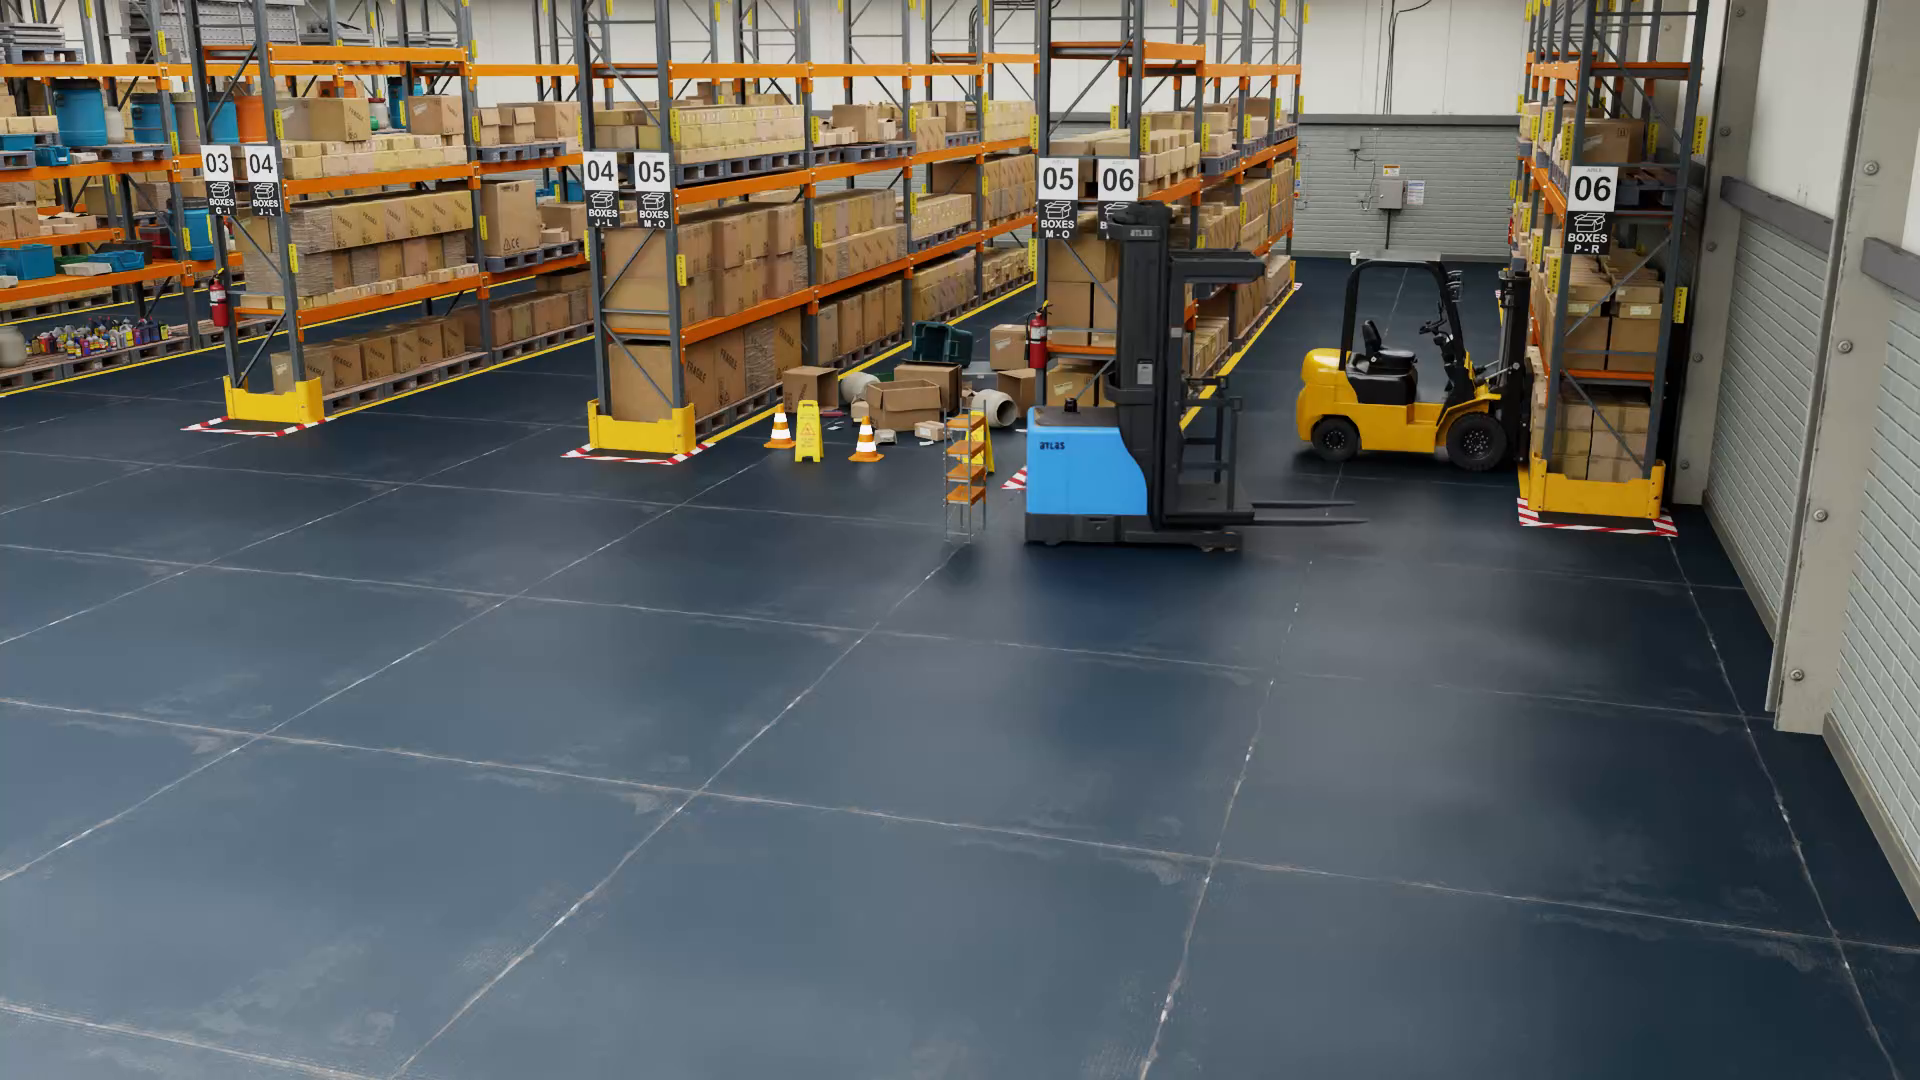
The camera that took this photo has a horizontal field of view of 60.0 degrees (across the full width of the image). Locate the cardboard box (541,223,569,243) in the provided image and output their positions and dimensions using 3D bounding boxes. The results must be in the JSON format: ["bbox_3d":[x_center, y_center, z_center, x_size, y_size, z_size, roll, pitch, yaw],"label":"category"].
[{"bbox_3d":[-6.176,-4.658,25.230,0.396,0.266,0.258,4,16,14],"label":"cardboard box"}]

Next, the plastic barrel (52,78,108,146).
[{"bbox_3d":[-12.232,-5.949,23.122,0.600,0.901,0.708,5,16,16],"label":"plastic barrel"}]

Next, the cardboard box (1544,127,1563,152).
[{"bbox_3d":[7.354,-4.838,20.103,0.500,0.311,0.500,4,16,14],"label":"cardboard box"}]

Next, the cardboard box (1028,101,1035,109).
[{"bbox_3d":[1.226,-8.353,31.912,0.380,0.149,0.250,4,16,15],"label":"cardboard box"}]

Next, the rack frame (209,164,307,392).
[{"bbox_3d":[-8.235,-2.885,19.502,1.000,3.000,0.127,5,16,16],"label":"rack frame"}]

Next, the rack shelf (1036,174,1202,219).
[{"bbox_3d":[1.835,-3.736,18.326,1.077,0.370,4.000,5,16,16],"label":"rack shelf"}]

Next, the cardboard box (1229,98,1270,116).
[{"bbox_3d":[5.029,-7.354,28.620,0.797,0.503,0.637,6,17,20],"label":"cardboard box"}]

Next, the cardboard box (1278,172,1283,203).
[{"bbox_3d":[5.350,-6.155,29.018,0.500,0.500,0.500,5,17,17],"label":"cardboard box"}]

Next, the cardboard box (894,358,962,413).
[{"bbox_3d":[-0.404,-1.882,20.292,0.797,0.637,0.503,5,16,16],"label":"cardboard box"}]

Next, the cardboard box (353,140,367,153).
[{"bbox_3d":[-7.533,-4.839,20.440,0.380,0.149,0.250,4,16,13],"label":"cardboard box"}]

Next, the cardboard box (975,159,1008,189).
[{"bbox_3d":[0.570,-6.651,30.219,0.500,0.500,0.500,5,17,17],"label":"cardboard box"}]

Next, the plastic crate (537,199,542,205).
[{"bbox_3d":[-8.713,-6.901,34.035,0.298,0.136,0.250,5,16,16],"label":"plastic crate"}]

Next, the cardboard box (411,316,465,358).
[{"bbox_3d":[-7.250,-2.829,23.117,0.500,0.500,0.500,4,16,14],"label":"cardboard box"}]

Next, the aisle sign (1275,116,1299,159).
[{"bbox_3d":[6.131,-7.547,31.178,0.394,0.787,0.004,5,16,16],"label":"aisle sign"}]

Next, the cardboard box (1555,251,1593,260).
[{"bbox_3d":[6.737,-3.079,18.269,0.380,0.149,0.250,4,16,15],"label":"cardboard box"}]

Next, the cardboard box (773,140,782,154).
[{"bbox_3d":[-2.384,-4.772,20.166,0.380,0.149,0.250,5,16,16],"label":"cardboard box"}]

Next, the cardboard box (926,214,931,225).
[{"bbox_3d":[-0.686,-5.109,26.490,0.380,0.149,0.250,5,17,16],"label":"cardboard box"}]

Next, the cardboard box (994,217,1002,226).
[{"bbox_3d":[0.541,-5.820,30.310,0.380,0.149,0.250,5,17,17],"label":"cardboard box"}]

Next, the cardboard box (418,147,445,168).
[{"bbox_3d":[-7.136,-5.027,21.832,0.500,0.250,0.500,5,17,17],"label":"cardboard box"}]

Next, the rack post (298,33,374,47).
[{"bbox_3d":[-10.543,-8.404,28.106,0.954,0.300,0.937,5,16,16],"label":"rack post"}]

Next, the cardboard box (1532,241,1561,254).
[{"bbox_3d":[7.383,-3.657,20.855,0.380,0.149,0.250,4,16,14],"label":"cardboard box"}]

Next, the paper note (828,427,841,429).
[{"bbox_3d":[-1.446,-1.312,19.402,0.144,0.017,0.142,11,19,35],"label":"paper note"}]

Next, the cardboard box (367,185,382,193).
[{"bbox_3d":[-13.051,-7.749,36.471,0.500,0.500,0.500,5,17,18],"label":"cardboard box"}]

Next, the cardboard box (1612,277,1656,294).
[{"bbox_3d":[6.495,-2.443,16.027,0.380,0.149,0.250,5,17,17],"label":"cardboard box"}]

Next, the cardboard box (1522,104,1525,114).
[{"bbox_3d":[10.044,-7.444,28.895,0.500,0.250,0.500,5,16,15],"label":"cardboard box"}]

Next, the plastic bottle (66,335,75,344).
[{"bbox_3d":[-12.573,-2.794,23.506,0.097,0.201,0.097,0,16,0],"label":"plastic bottle"}]

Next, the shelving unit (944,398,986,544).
[{"bbox_3d":[0.047,-0.621,14.818,0.258,1.200,0.503,5,16,16],"label":"shelving unit"}]

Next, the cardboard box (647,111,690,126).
[{"bbox_3d":[-3.108,-4.492,17.719,0.380,0.149,0.250,5,17,16],"label":"cardboard box"}]

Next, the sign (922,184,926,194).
[{"bbox_3d":[-0.620,-6.069,29.145,0.100,0.325,0.005,5,16,16],"label":"sign"}]

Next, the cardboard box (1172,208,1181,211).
[{"bbox_3d":[3.049,-4.366,23.226,0.500,0.500,0.500,6,17,19],"label":"cardboard box"}]

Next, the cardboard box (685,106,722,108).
[{"bbox_3d":[-3.088,-5.140,20.004,0.380,0.149,0.250,5,17,16],"label":"cardboard box"}]

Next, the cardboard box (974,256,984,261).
[{"bbox_3d":[0.230,-5.246,31.194,0.380,0.149,0.250,5,16,16],"label":"cardboard box"}]

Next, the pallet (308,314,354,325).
[{"bbox_3d":[-10.967,-3.820,27.912,1.003,0.211,1.213,5,16,16],"label":"pallet"}]

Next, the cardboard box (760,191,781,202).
[{"bbox_3d":[-3.860,-6.728,32.783,0.500,0.250,0.500,4,16,14],"label":"cardboard box"}]

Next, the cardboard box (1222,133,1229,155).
[{"bbox_3d":[3.097,-4.990,20.933,0.500,0.250,0.500,4,16,15],"label":"cardboard box"}]

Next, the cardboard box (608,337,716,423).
[{"bbox_3d":[-3.379,-1.836,18.929,0.875,0.875,0.875,5,17,16],"label":"cardboard box"}]

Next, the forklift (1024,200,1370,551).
[{"bbox_3d":[2.096,-1.464,14.619,3.031,2.935,1.130,1,16,2],"label":"forklift"}]

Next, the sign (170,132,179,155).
[{"bbox_3d":[-11.322,-5.717,23.975,0.100,0.325,0.005,5,16,16],"label":"sign"}]

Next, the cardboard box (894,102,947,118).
[{"bbox_3d":[-0.663,-6.914,27.252,0.797,0.503,0.637,4,16,15],"label":"cardboard box"}]

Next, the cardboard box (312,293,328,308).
[{"bbox_3d":[-7.836,-2.884,19.959,0.380,0.149,0.250,5,16,16],"label":"cardboard box"}]

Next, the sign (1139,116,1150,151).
[{"bbox_3d":[1.787,-3.938,16.116,0.100,0.325,0.005,5,16,16],"label":"sign"}]

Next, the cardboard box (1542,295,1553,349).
[{"bbox_3d":[6.216,-2.198,16.900,0.500,0.500,0.500,4,16,15],"label":"cardboard box"}]

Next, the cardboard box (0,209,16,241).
[{"bbox_3d":[-16.069,-5.217,27.542,0.500,0.500,0.500,5,16,16],"label":"cardboard box"}]

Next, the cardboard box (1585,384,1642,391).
[{"bbox_3d":[6.636,-1.464,16.932,0.500,0.250,0.500,5,16,16],"label":"cardboard box"}]

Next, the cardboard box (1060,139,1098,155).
[{"bbox_3d":[1.190,-3.998,16.929,0.380,0.149,0.250,5,17,17],"label":"cardboard box"}]

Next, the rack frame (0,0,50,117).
[{"bbox_3d":[-19.072,-10.062,33.815,1.000,3.000,0.127,5,16,16],"label":"rack frame"}]

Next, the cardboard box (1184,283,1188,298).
[{"bbox_3d":[2.376,-3.083,19.473,0.500,0.500,0.500,5,17,18],"label":"cardboard box"}]

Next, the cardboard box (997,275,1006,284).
[{"bbox_3d":[0.644,-4.856,30.909,0.380,0.149,0.250,4,16,14],"label":"cardboard box"}]

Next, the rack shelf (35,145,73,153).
[{"bbox_3d":[-16.026,-6.320,27.437,1.077,0.370,4.000,5,16,16],"label":"rack shelf"}]

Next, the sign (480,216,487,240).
[{"bbox_3d":[-6.576,-4.307,22.932,0.100,0.325,0.005,5,16,16],"label":"sign"}]

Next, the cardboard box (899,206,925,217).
[{"bbox_3d":[-0.770,-5.174,26.175,0.380,0.149,0.250,5,16,16],"label":"cardboard box"}]

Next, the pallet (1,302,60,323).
[{"bbox_3d":[-16.078,-3.875,28.103,1.003,0.211,1.213,5,16,16],"label":"pallet"}]

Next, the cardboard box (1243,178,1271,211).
[{"bbox_3d":[4.791,-5.648,27.230,0.500,0.500,0.500,5,17,18],"label":"cardboard box"}]

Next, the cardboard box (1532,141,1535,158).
[{"bbox_3d":[8.497,-5.612,23.894,0.500,0.250,0.500,5,16,16],"label":"cardboard box"}]

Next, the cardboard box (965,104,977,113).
[{"bbox_3d":[0.217,-7.474,28.812,0.380,0.149,0.250,4,16,15],"label":"cardboard box"}]

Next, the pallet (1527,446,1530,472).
[{"bbox_3d":[6.553,-0.912,17.658,1.003,0.211,1.213,5,16,16],"label":"pallet"}]

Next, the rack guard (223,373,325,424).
[{"bbox_3d":[-8.213,-1.702,19.913,1.175,0.500,0.348,5,16,16],"label":"rack guard"}]

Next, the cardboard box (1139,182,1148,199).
[{"bbox_3d":[1.672,-3.500,16.635,0.380,0.149,0.250,5,16,16],"label":"cardboard box"}]

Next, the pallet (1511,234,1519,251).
[{"bbox_3d":[9.105,-4.579,25.827,1.003,0.211,1.213,5,16,16],"label":"pallet"}]
